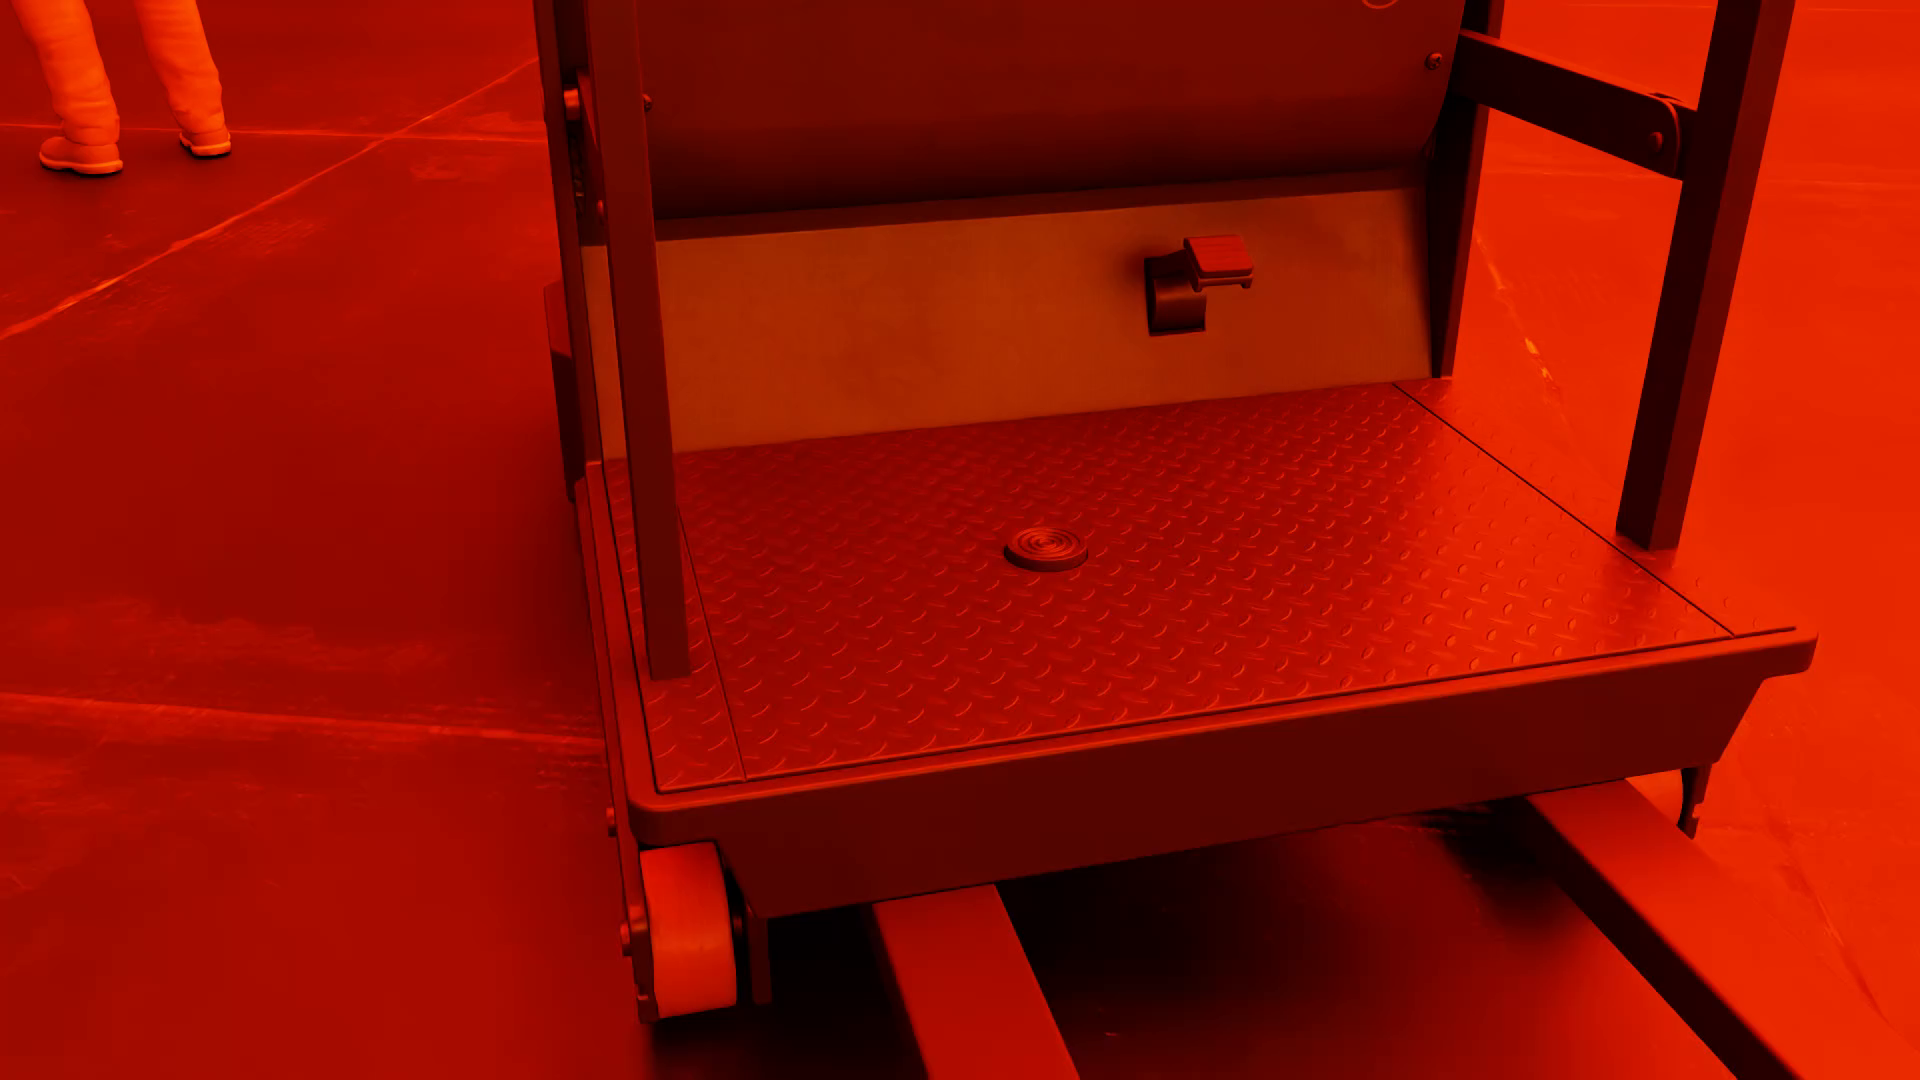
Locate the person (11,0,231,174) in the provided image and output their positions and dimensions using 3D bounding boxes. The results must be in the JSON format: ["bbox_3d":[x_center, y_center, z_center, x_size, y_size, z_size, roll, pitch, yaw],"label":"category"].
[{"bbox_3d":[-2.278,-1.819,4.212,0.399,1.726,0.601,23,35,39],"label":"person"}]

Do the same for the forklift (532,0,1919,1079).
[{"bbox_3d":[0.153,-1.049,1.319,1.130,2.935,3.031,-7,27,-13],"label":"forklift"}]
